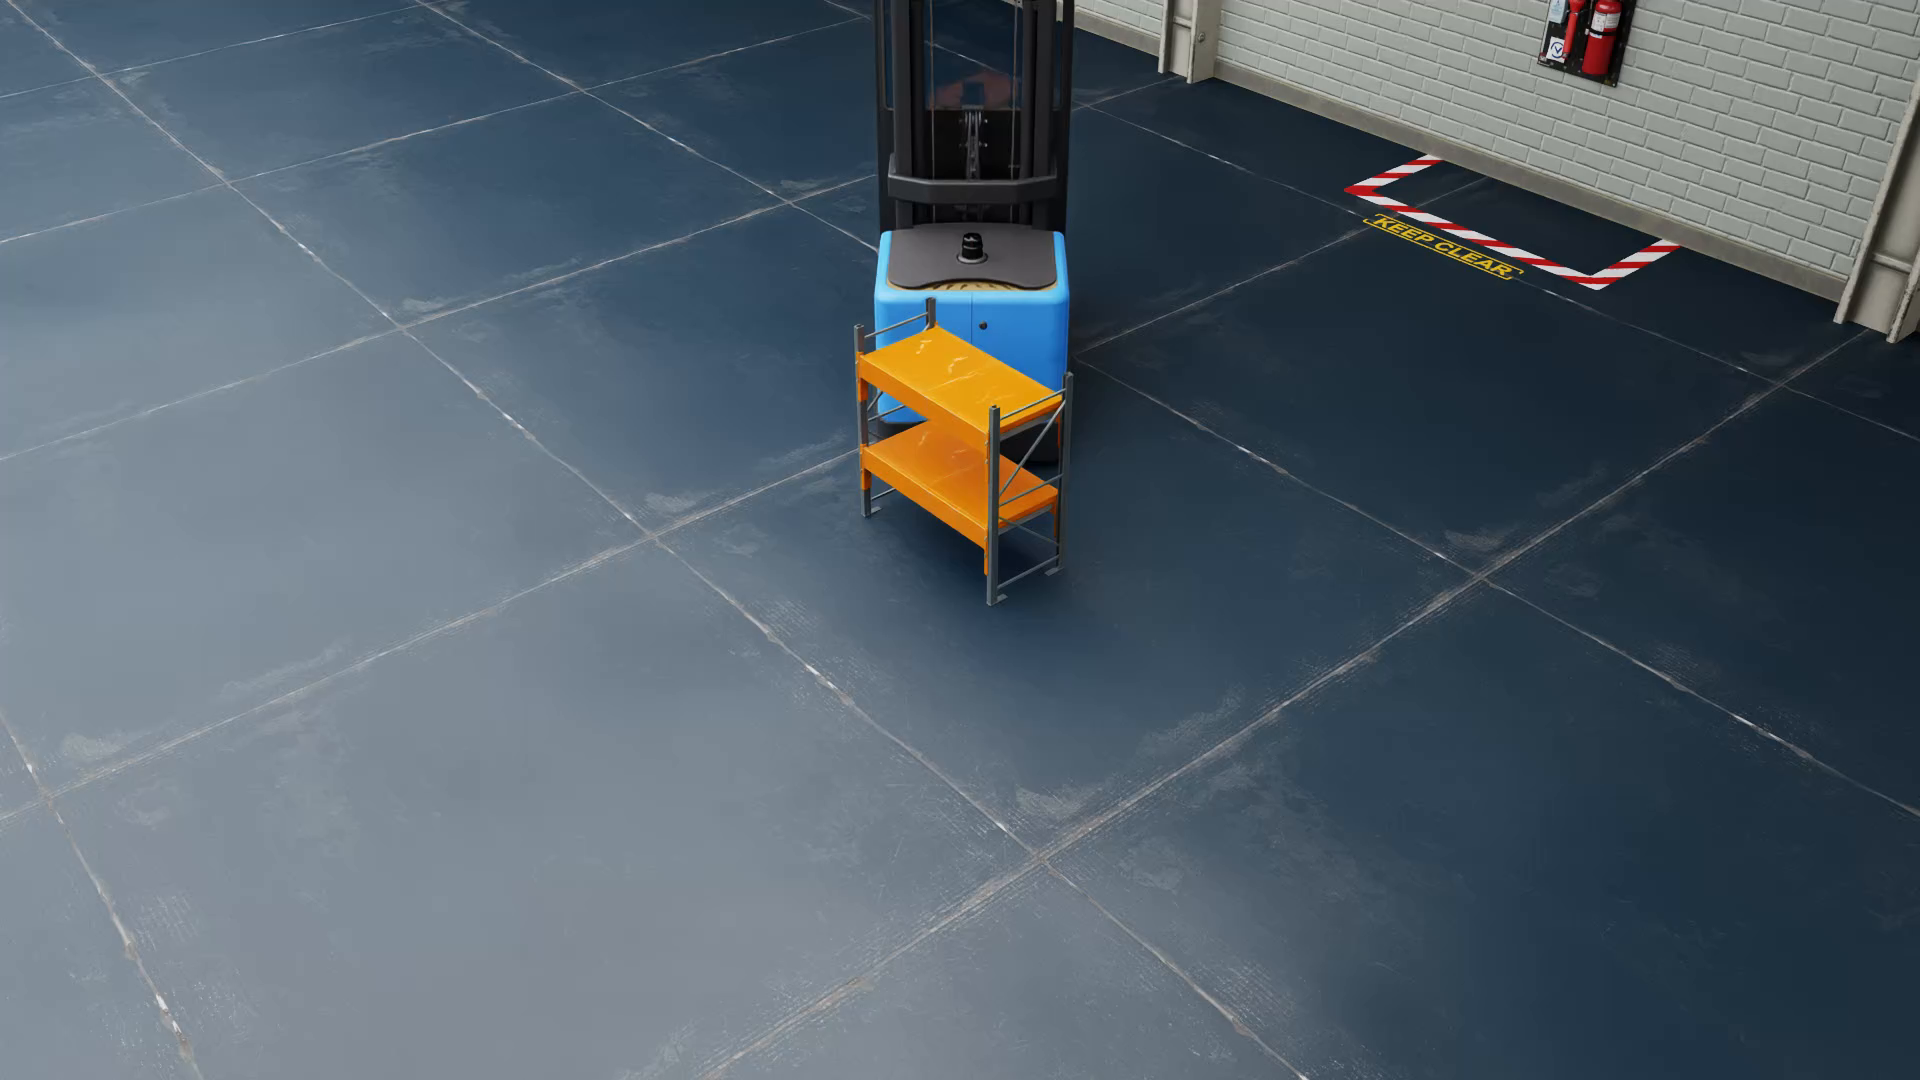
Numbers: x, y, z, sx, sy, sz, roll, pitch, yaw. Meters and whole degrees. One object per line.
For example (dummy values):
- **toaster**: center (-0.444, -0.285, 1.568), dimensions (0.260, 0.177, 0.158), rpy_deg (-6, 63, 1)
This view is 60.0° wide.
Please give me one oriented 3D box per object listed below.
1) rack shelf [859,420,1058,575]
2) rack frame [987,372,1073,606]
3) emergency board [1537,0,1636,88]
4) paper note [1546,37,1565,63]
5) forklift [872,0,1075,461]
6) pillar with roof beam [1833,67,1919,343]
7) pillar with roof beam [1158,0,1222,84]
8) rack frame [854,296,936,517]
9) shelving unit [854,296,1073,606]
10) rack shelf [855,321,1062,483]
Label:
- **rack shelf**: center (0.004, -0.257, 8.463), dimensions (0.538, 0.278, 1.000), rpy_deg (-26, 43, -32)
- **rack frame**: center (0.332, -0.232, 8.005), dimensions (0.500, 1.125, 0.032), rpy_deg (-26, 43, -32)
- **emergency board**: center (4.259, -3.699, 11.279), dimensions (0.194, 1.169, 0.643), rpy_deg (-26, 43, -32)
- **paper note**: center (4.197, -3.444, 11.681), dimensions (0.016, 0.148, 0.142), rpy_deg (-26, 43, -32)
- **forklift**: center (0.076, -2.446, 9.569), dimensions (1.130, 2.935, 3.031), rpy_deg (0, 35, 0)
- **pillar with roof beam**: center (2.536, -3.437, 5.718), dimensions (9.100, 9.000, 0.400), rpy_deg (-26, 43, -32)
- **pillar with roof beam**: center (-1.336, -6.086, 9.458), dimensions (9.100, 9.000, 0.400), rpy_deg (-26, 43, -32)
- **rack frame**: center (-0.324, -0.680, 8.639), dimensions (0.500, 1.125, 0.032), rpy_deg (-26, 43, -32)
- **shelving unit**: center (0.004, -0.456, 8.322), dimensions (0.538, 1.125, 1.048), rpy_deg (-26, 43, -32)
- **rack shelf**: center (0.004, -0.695, 8.153), dimensions (0.538, 0.278, 1.000), rpy_deg (-26, 43, -32)
